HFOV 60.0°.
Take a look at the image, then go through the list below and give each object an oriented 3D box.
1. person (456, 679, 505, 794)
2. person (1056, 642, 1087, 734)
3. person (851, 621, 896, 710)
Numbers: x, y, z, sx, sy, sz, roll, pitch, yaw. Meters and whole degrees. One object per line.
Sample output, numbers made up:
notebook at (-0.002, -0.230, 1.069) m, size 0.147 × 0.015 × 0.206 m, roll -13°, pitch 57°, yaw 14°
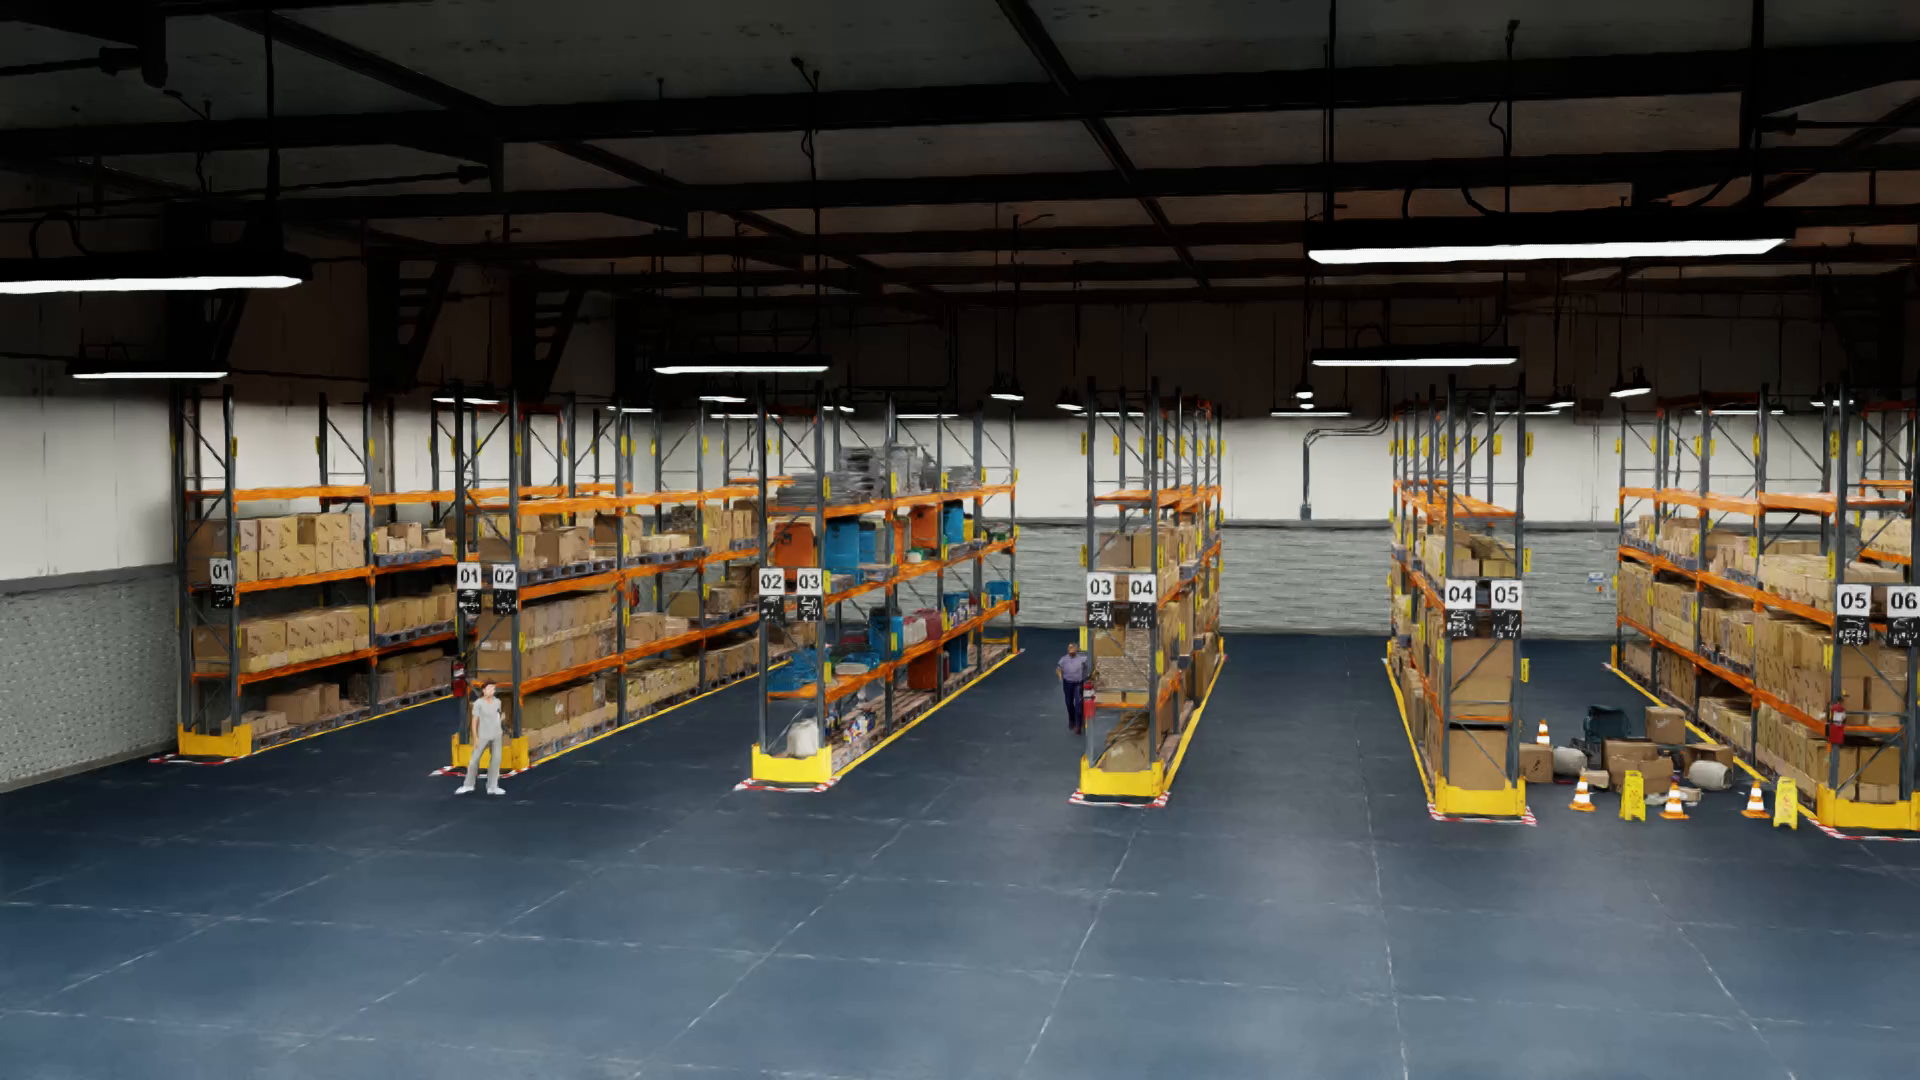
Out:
person at (-6.921, 2.835, 23.930) m, size 0.643 × 1.666 × 0.467 m, roll -2°, pitch 4°, yaw -34°
person at (2.012, 2.570, 29.373) m, size 0.628 × 1.583 × 0.828 m, roll 1°, pitch 3°, yaw 17°
person at (-1.634, 2.371, 31.589) m, size 0.593 × 1.743 × 0.974 m, roll 2°, pitch 4°, yaw 33°
